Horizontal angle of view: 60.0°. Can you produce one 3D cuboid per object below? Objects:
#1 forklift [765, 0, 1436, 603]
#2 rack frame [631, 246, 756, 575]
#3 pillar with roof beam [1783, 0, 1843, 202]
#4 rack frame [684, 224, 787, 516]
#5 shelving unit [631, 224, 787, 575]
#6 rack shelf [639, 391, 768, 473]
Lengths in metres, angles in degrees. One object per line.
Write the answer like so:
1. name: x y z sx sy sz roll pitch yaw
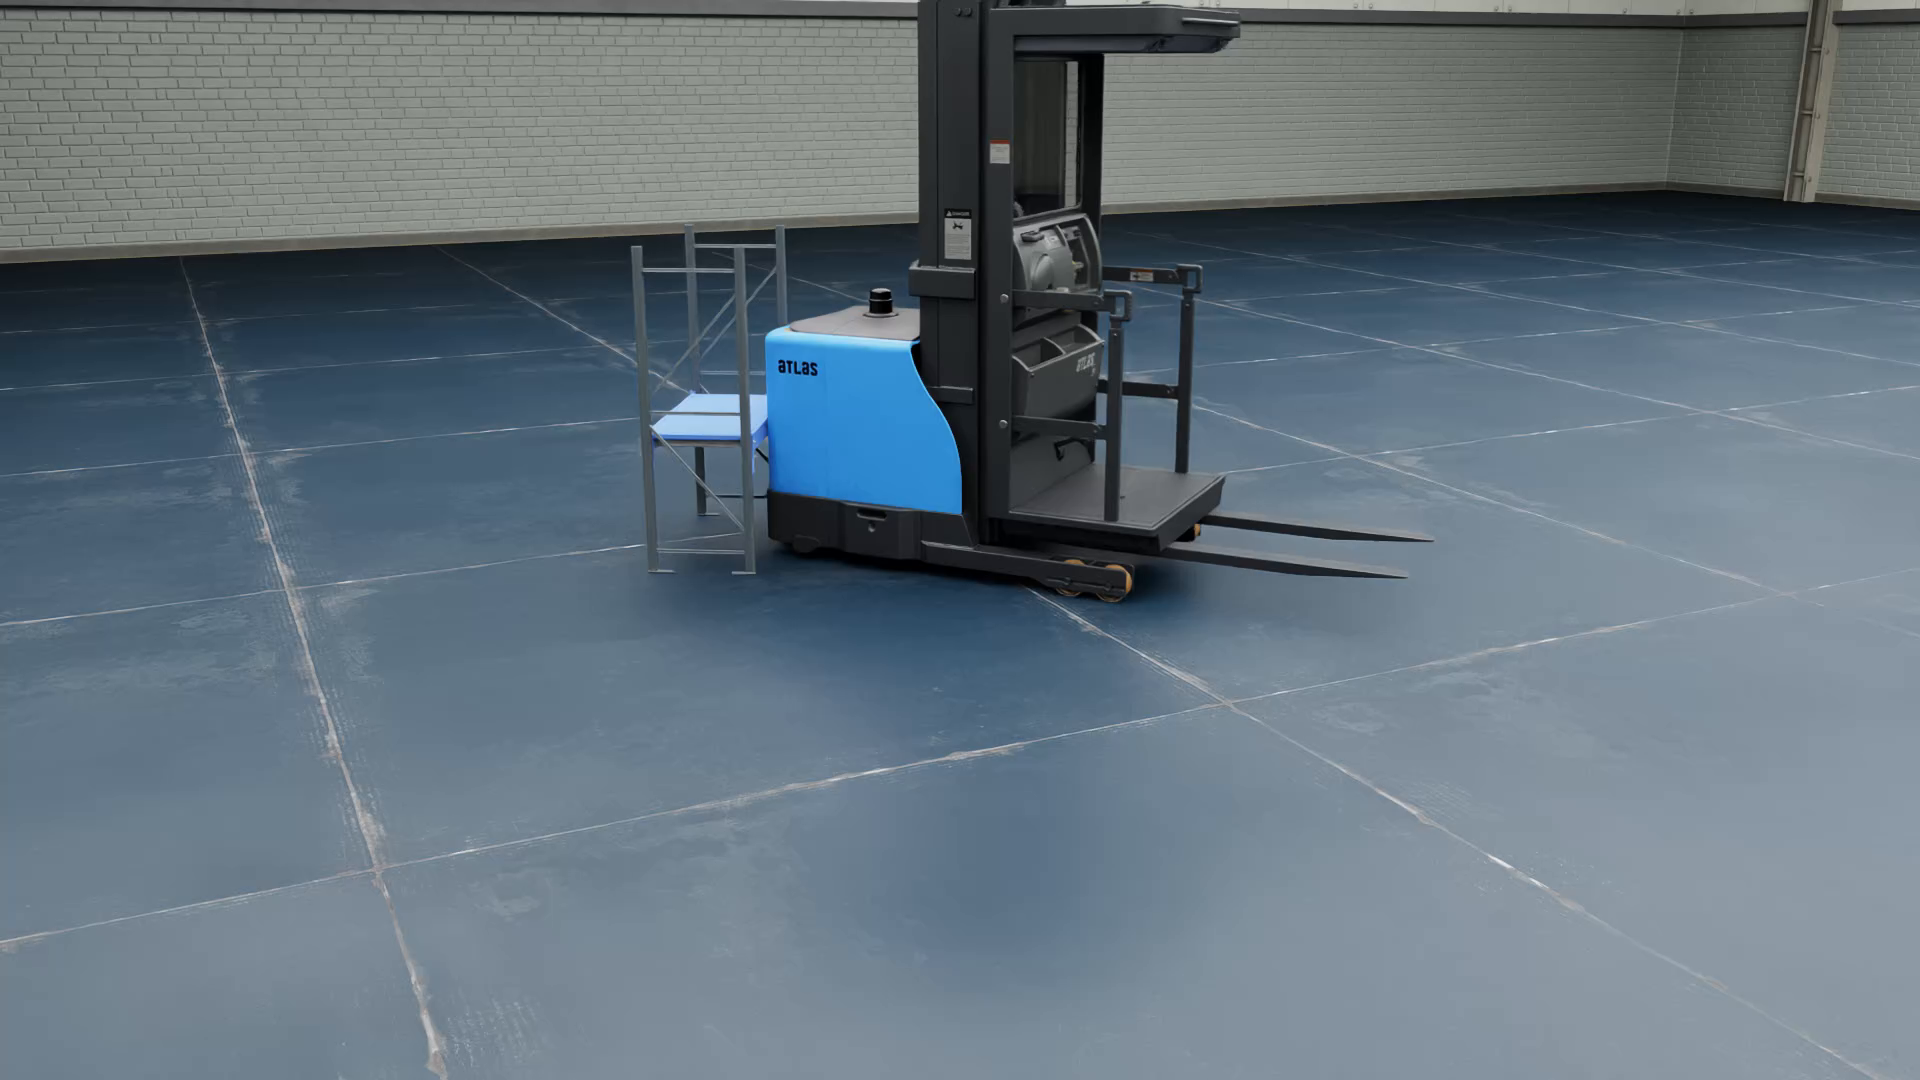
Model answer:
1. forklift: 0.629 -1.300 7.467 3.031 2.935 1.130 7 18 24
2. rack frame: -1.196 -0.567 7.508 0.500 1.500 0.032 1 16 4
3. pillar with roof beam: 10.487 -9.602 25.395 9.100 9.000 0.400 -8 18 -25
4. rack frame: -1.123 -0.847 8.483 0.500 1.500 0.032 1 16 4
5. shelving unit: -1.159 -0.707 7.995 0.538 1.500 1.048 1 16 4
6. rack shelf: -1.159 -0.534 8.045 0.538 0.185 1.000 1 16 4
